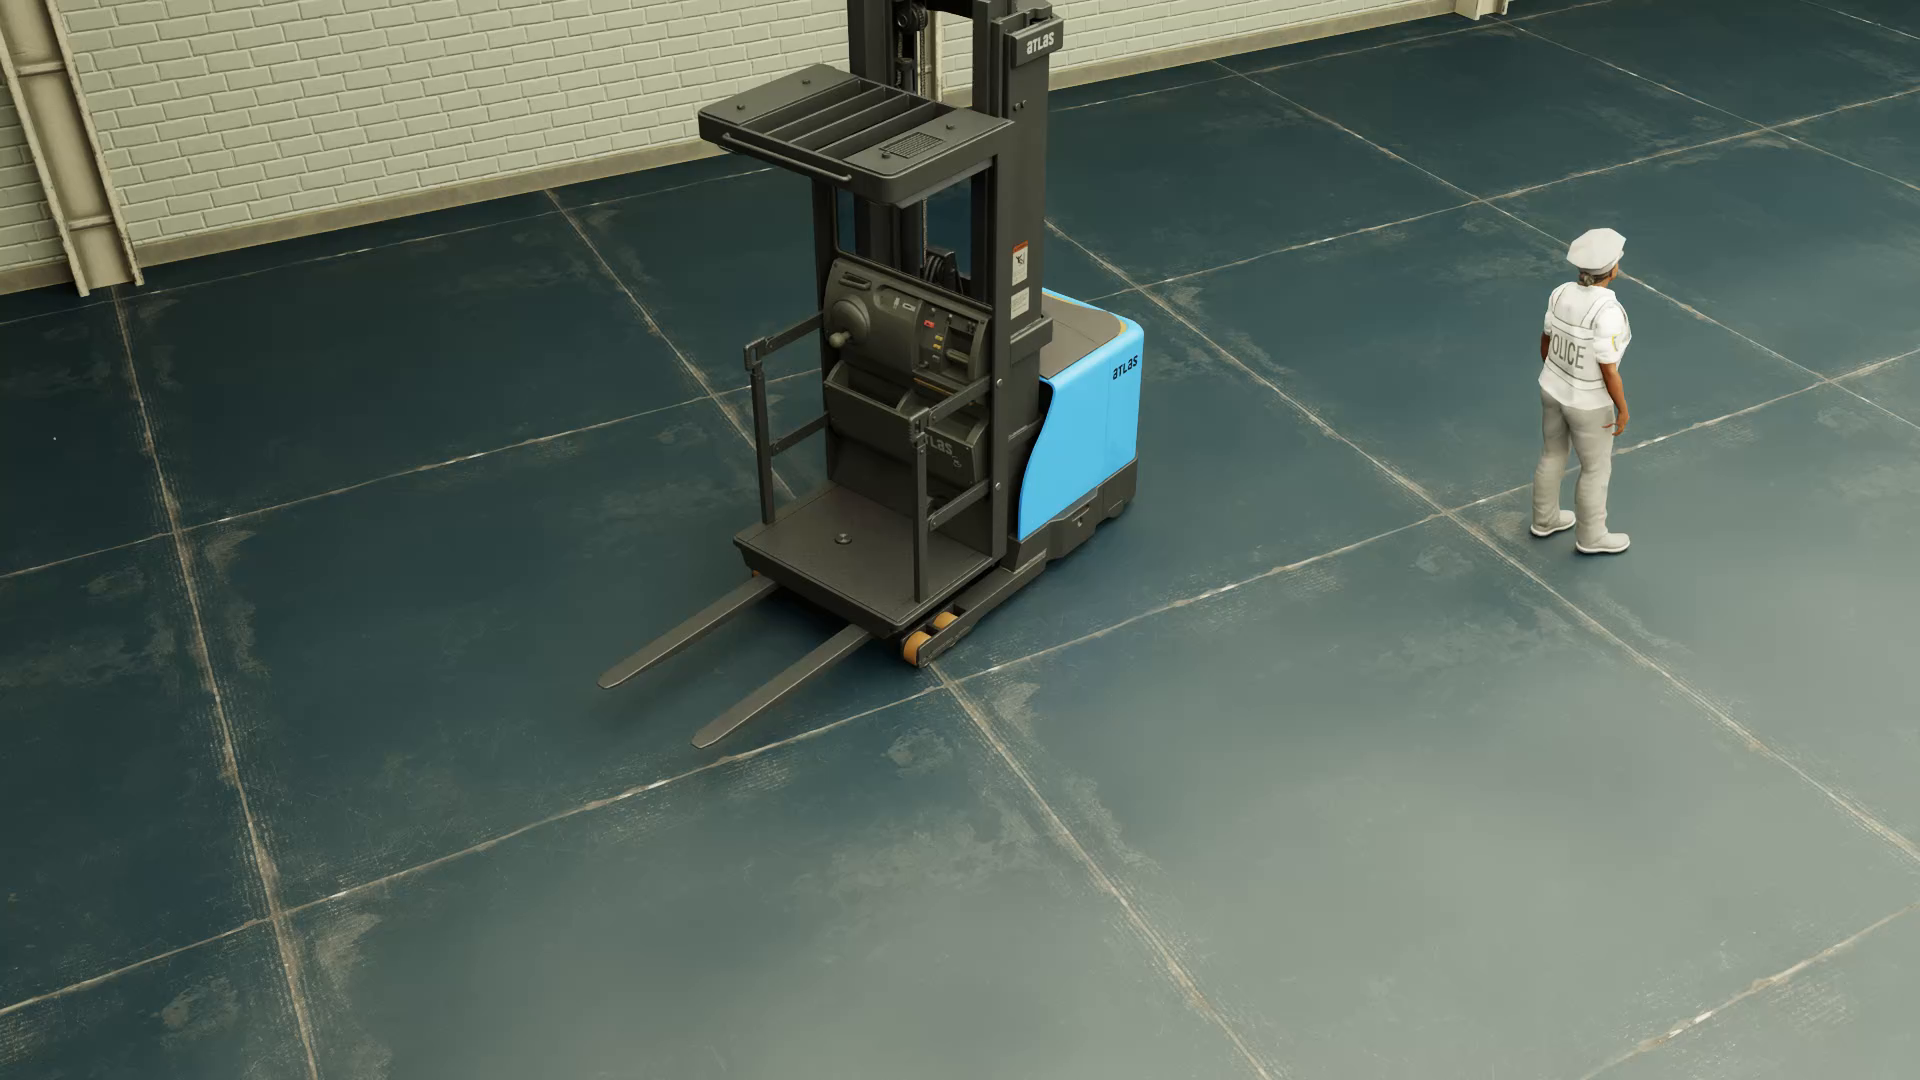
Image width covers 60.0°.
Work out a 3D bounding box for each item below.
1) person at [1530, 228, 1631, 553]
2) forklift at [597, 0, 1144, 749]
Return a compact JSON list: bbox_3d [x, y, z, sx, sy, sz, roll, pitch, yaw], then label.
[{"bbox_3d":[3.123,-0.733,8.219,0.530,1.695,0.570,-15,38,-20],"label":"person"},{"bbox_3d":[-0.390,-0.927,7.434,1.130,2.935,3.031,26,43,31],"label":"forklift"}]
